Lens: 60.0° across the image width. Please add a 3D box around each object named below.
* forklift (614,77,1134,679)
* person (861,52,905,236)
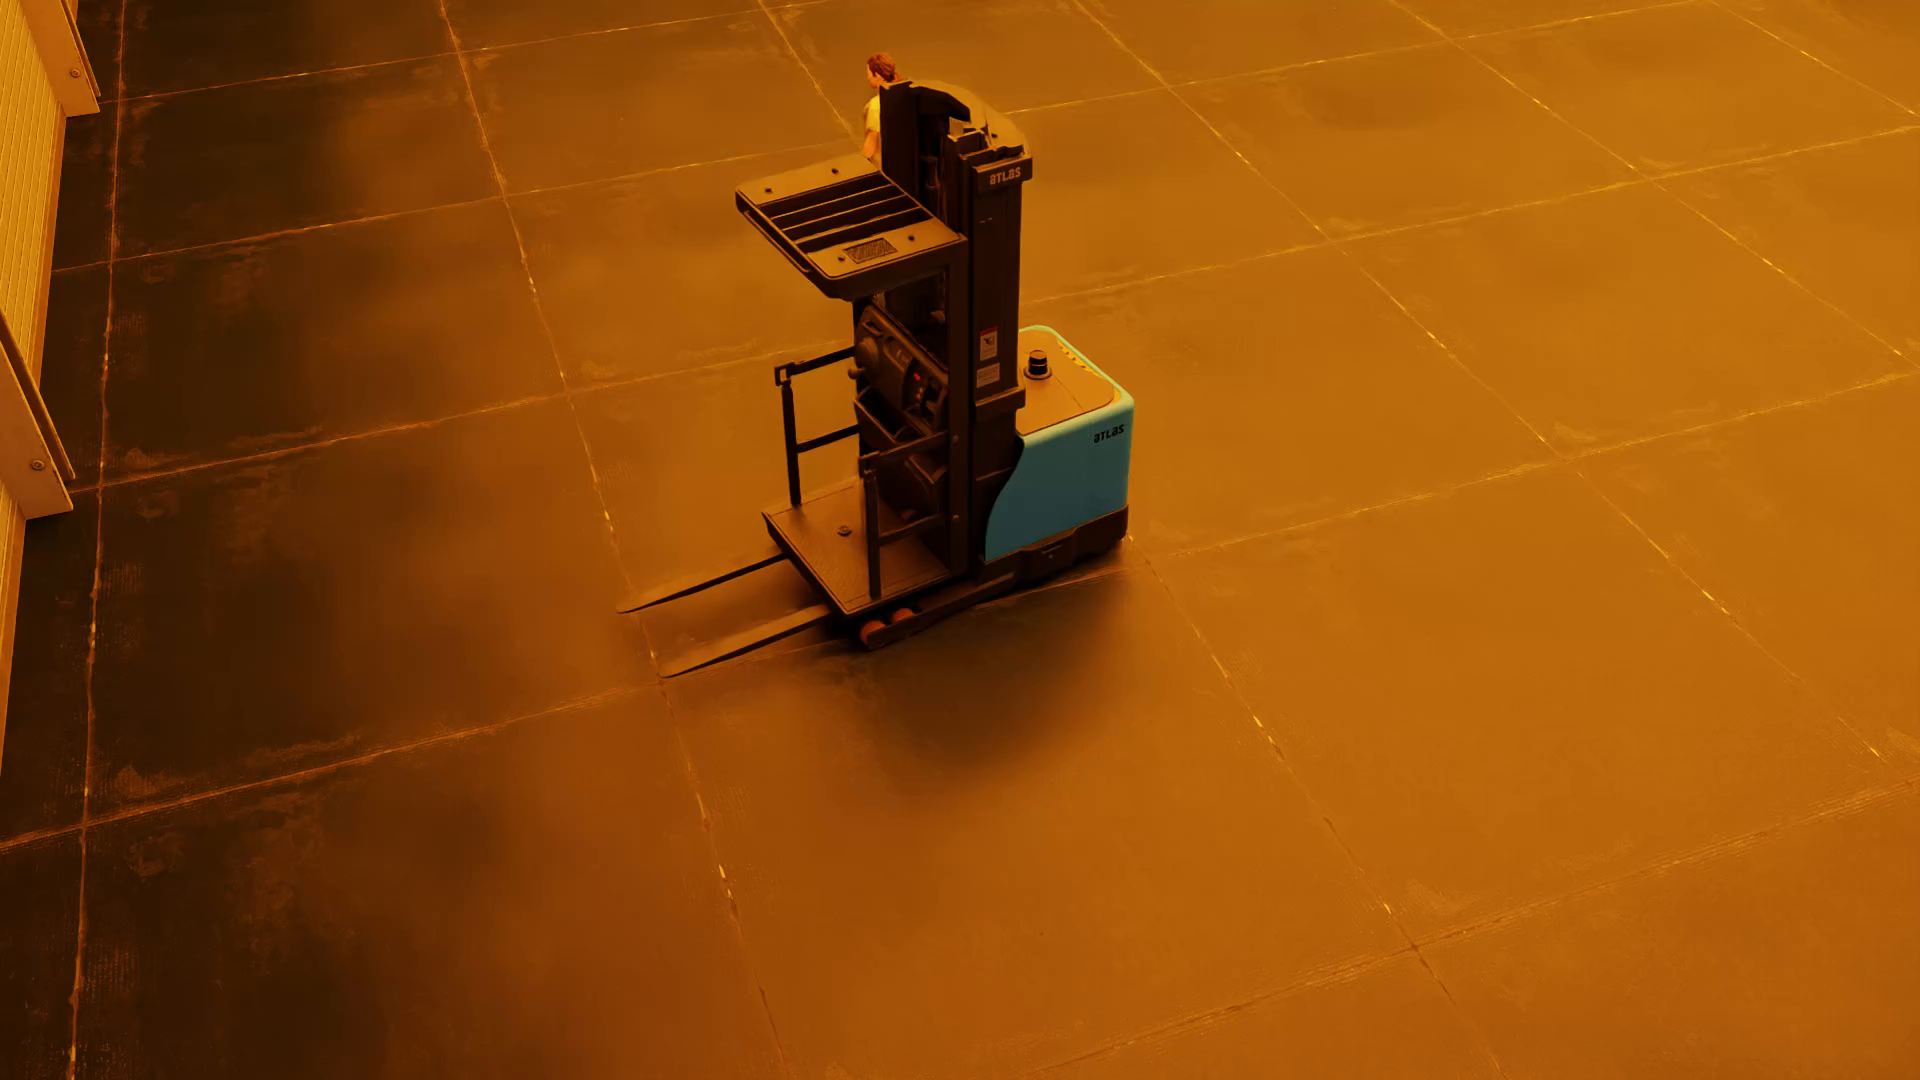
[{"bbox_3d":[-0.504,-0.888,9.054,3.031,2.935,1.130,-21,44,-23],"label":"forklift"},{"bbox_3d":[-0.578,-2.767,12.288,0.340,1.655,0.787,24,46,26],"label":"person"}]
